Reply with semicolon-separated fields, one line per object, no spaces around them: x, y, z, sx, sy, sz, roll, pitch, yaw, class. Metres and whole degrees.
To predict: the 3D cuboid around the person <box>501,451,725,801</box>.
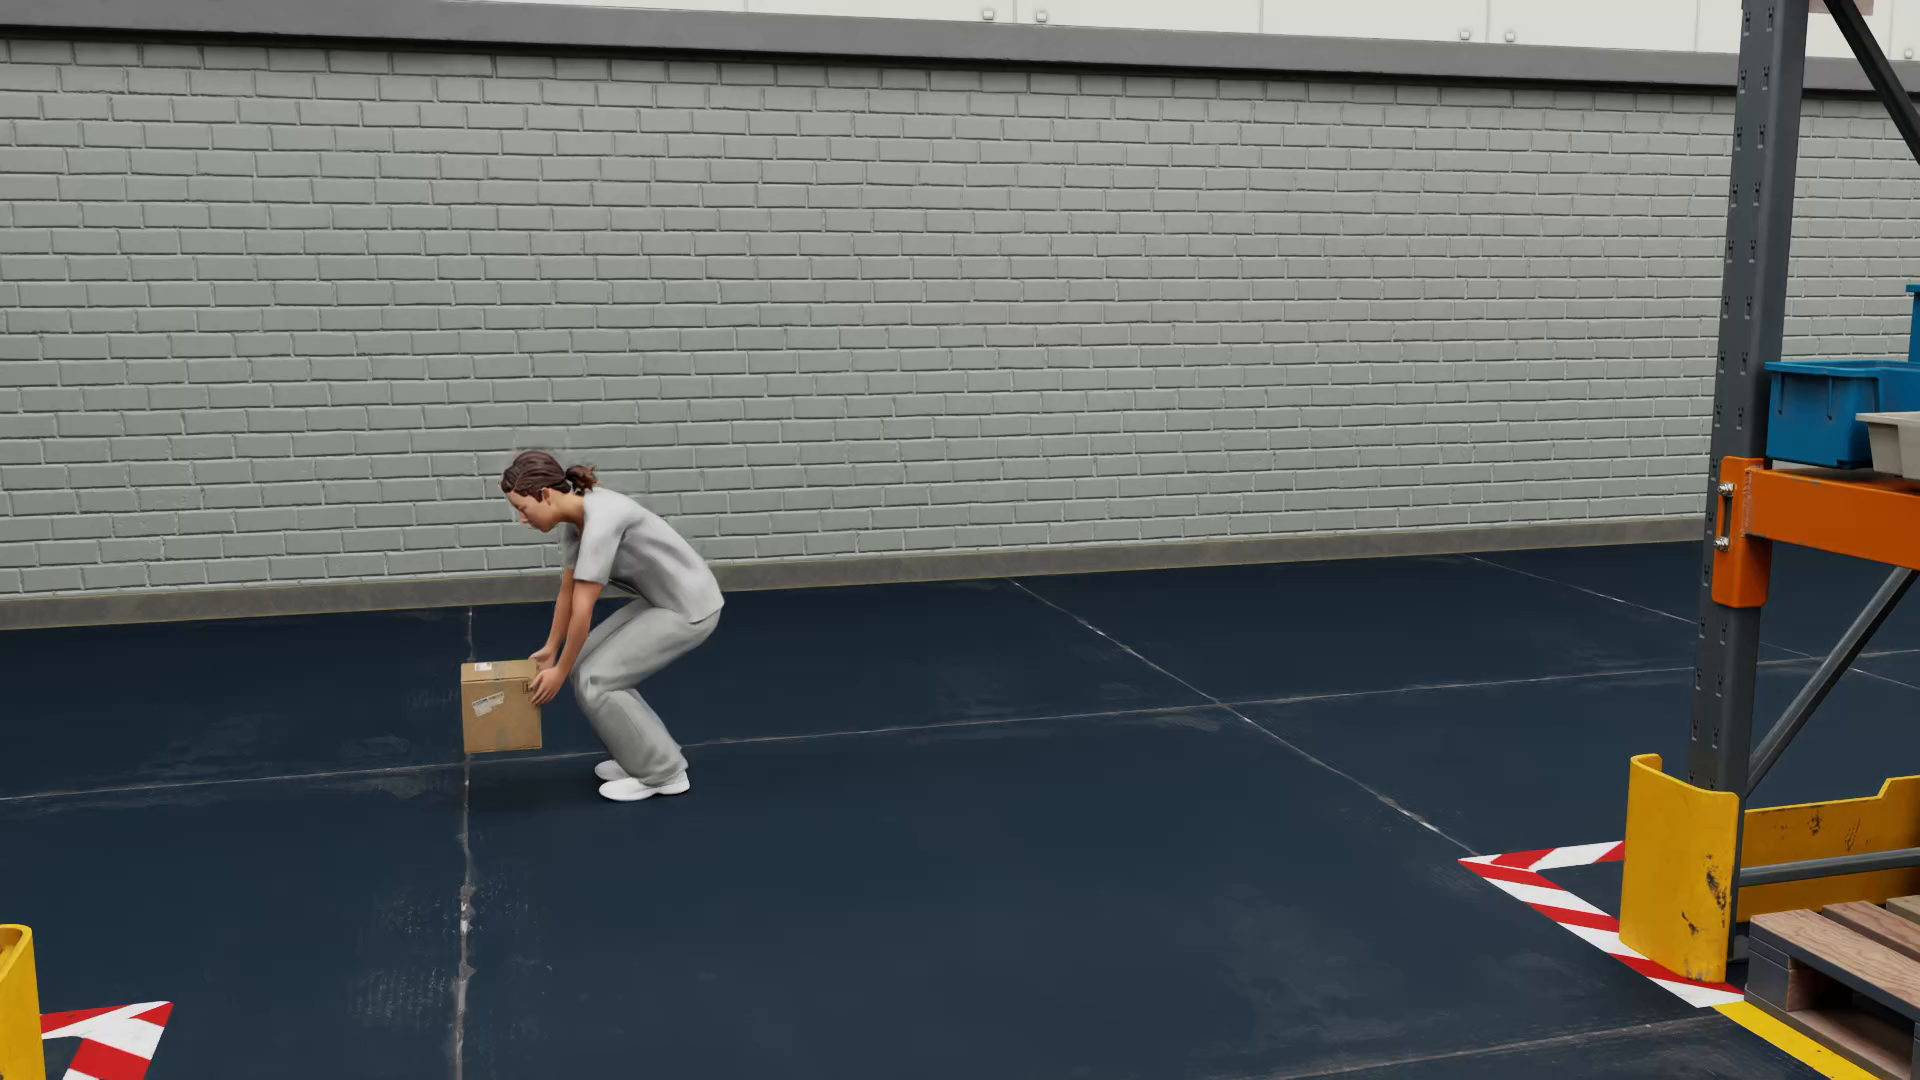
-1.167;0.282;5.665;0.725;1.194;0.496;-3;10;-16;person
